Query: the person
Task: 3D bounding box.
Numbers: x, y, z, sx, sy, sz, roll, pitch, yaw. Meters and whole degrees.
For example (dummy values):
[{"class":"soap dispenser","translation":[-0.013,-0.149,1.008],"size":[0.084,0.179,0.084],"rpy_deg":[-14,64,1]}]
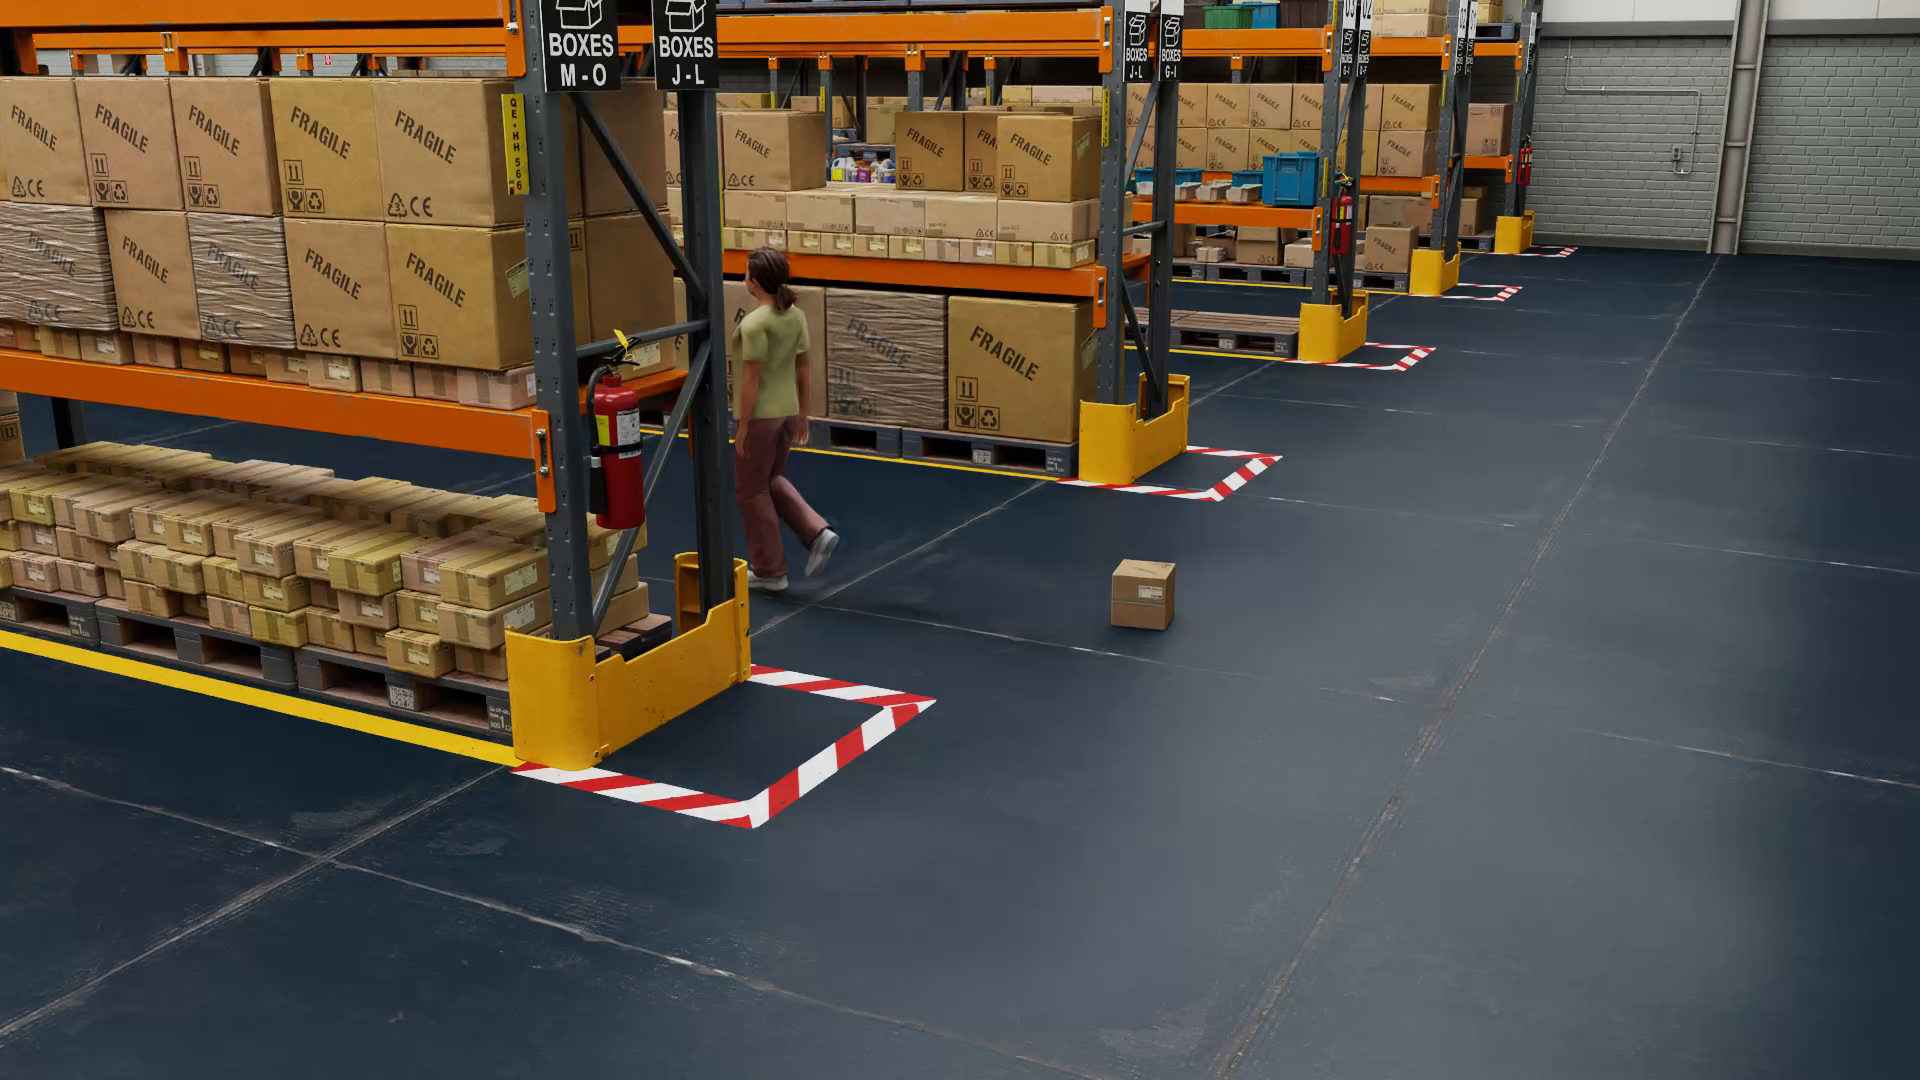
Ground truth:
[{"class":"person","translation":[-0.878,-0.558,7.921],"size":[0.528,1.652,0.447],"rpy_deg":[9,18,28]}]
